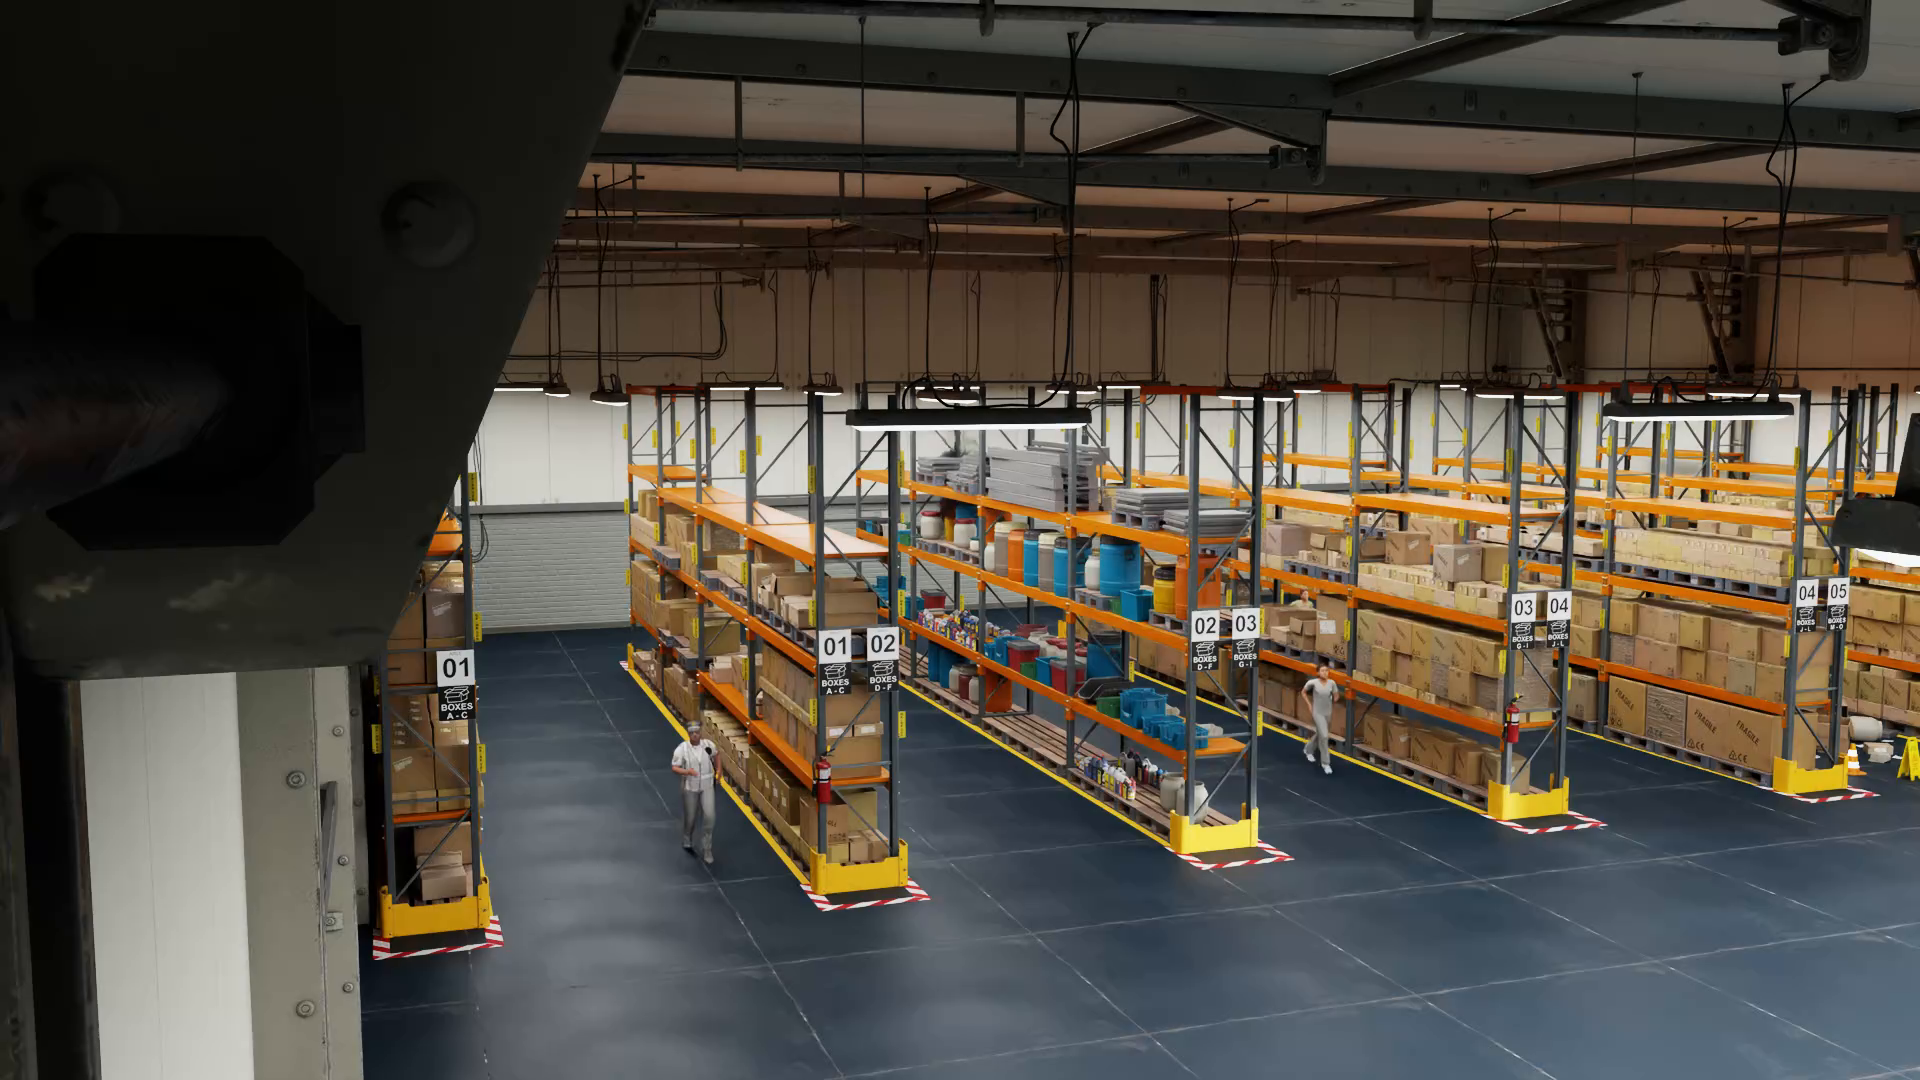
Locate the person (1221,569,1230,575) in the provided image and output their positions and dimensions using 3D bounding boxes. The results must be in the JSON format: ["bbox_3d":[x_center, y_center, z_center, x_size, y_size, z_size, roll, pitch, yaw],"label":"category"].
[{"bbox_3d":[6.091,1.481,39.049,0.677,1.639,0.584,-1,6,-11],"label":"person"}]

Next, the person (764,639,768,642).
[{"bbox_3d":[-3.756,2.012,33.571,0.672,1.724,0.960,-3,7,-27],"label":"person"}]

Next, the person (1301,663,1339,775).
[{"bbox_3d":[5.723,2.783,26.332,0.535,1.703,0.874,-2,6,-20],"label":"person"}]

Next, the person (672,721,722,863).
[{"bbox_3d":[-3.410,3.243,21.630,0.670,1.830,0.822,-2,6,-16],"label":"person"}]

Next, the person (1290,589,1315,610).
[{"bbox_3d":[7.319,1.842,35.498,0.553,1.626,0.688,-2,6,-20],"label":"person"}]
